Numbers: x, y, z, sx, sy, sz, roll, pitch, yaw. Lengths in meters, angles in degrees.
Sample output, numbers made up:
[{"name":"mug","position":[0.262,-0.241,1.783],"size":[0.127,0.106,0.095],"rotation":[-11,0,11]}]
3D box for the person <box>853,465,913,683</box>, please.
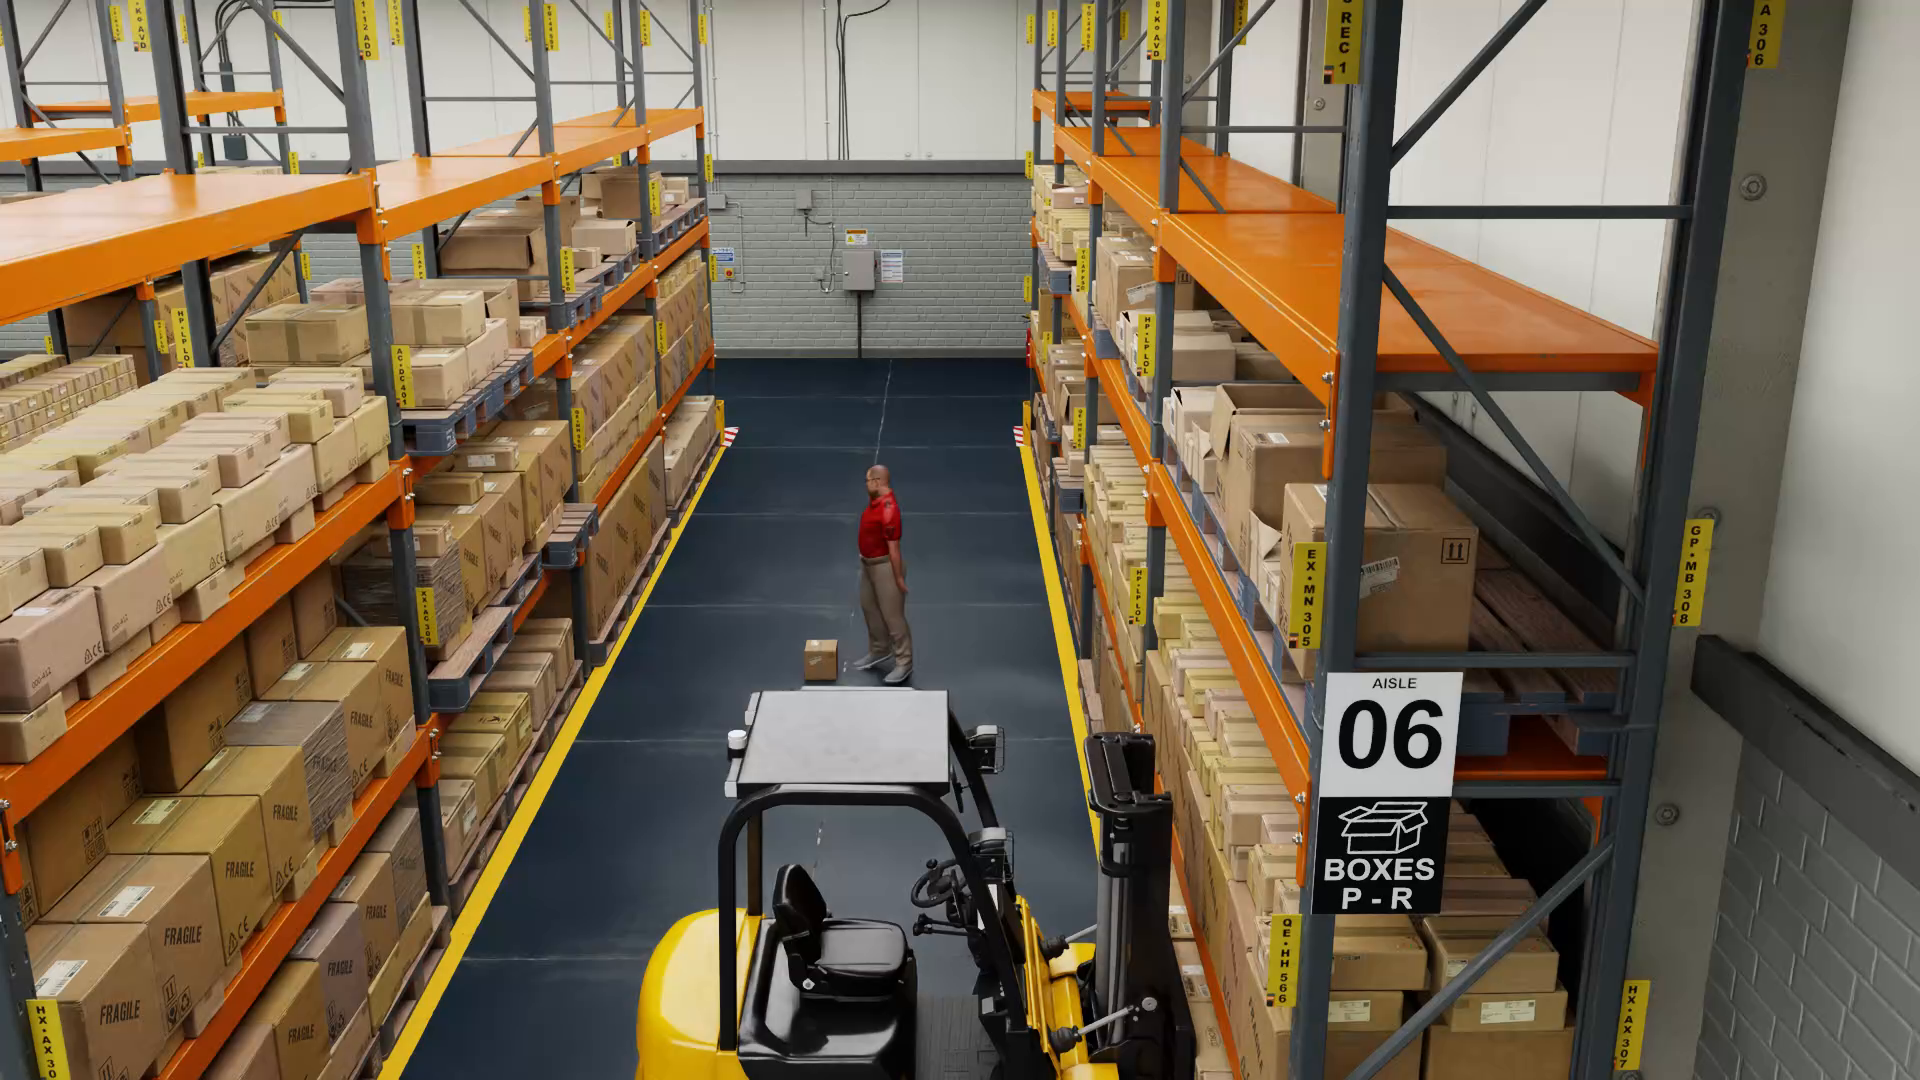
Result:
[{"name":"person","position":[-0.624,0.242,13.260],"size":[0.435,1.766,0.689],"rotation":[-5,18,-15]}]
